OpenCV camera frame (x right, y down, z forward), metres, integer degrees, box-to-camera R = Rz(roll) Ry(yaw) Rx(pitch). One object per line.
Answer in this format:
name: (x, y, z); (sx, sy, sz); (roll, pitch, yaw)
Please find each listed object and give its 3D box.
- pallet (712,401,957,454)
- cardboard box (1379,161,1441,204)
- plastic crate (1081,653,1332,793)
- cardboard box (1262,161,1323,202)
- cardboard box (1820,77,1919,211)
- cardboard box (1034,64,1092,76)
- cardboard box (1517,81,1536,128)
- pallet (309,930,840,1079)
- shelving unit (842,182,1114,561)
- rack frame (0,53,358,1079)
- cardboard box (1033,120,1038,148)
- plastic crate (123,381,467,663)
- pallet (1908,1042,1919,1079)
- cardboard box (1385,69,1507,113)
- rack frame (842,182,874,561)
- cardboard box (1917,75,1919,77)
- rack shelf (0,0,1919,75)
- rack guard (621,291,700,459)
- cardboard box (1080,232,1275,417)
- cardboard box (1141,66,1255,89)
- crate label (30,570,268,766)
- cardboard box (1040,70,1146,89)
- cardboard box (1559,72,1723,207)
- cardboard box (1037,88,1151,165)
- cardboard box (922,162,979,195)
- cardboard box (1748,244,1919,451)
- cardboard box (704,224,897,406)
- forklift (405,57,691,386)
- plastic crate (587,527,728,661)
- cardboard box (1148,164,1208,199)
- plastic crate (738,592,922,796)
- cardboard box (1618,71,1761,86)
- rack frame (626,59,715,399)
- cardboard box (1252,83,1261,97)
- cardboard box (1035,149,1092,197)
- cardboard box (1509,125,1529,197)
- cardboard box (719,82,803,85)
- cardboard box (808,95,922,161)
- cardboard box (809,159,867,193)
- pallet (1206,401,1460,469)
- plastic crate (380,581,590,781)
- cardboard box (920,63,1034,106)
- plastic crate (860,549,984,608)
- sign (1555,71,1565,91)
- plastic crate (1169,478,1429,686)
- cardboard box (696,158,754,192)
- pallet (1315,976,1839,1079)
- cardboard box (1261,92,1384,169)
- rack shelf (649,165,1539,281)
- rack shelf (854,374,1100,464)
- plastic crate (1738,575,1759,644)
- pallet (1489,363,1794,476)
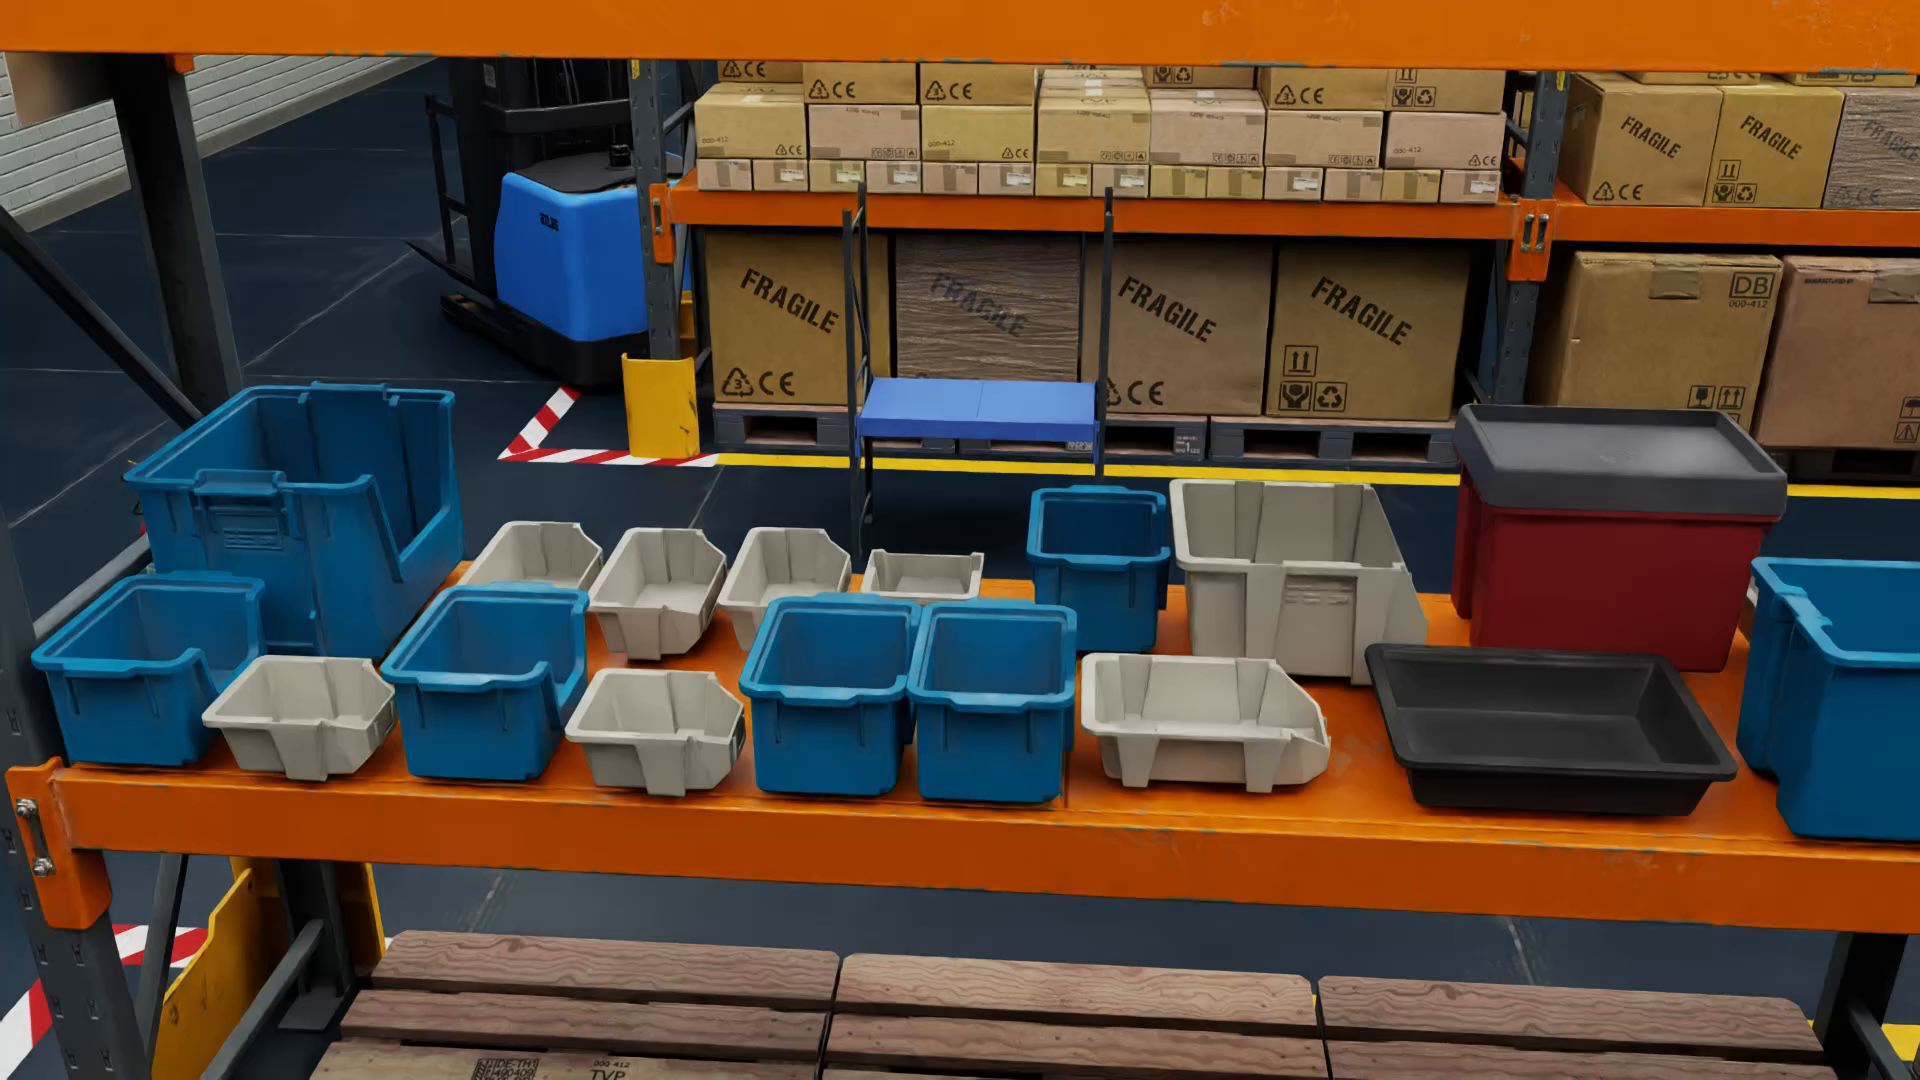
pallet: (-0.586, -0.744, 8.615); (1.213, 0.211, 1.003); (2, 25, 4)
cardboard box: (2.013, -1.643, 7.533); (0.250, 0.149, 0.380); (2, 25, 5)
plastic crate: (0.461, 0.351, 3.143); (0.466, 0.136, 0.293); (2, 25, 4)
cardboard box: (1.501, -1.660, 7.569); (0.250, 0.149, 0.380); (2, 25, 5)
cardboard box: (4.039, -1.770, 7.390); (0.500, 0.500, 0.500); (1, 25, 3)
cardboard box: (0.949, -5.156, 17.429); (0.875, 0.438, 0.875); (2, 25, 5)
cardboard box: (4.328, -3.186, 12.176); (0.500, 0.250, 0.500); (3, 25, 5)
pallet: (-0.949, 1.370, 4.021); (1.213, 0.211, 1.003); (2, 25, 4)
shelving unit: (0.085, -0.679, 6.931); (1.048, 1.500, 0.538); (2, 25, 4)
rack frame: (-1.768, 0.060, 3.530); (0.127, 3.000, 1.000); (2, 25, 4)
cardboard box: (0.269, -1.975, 8.255); (0.250, 0.149, 0.380); (2, 25, 4)
plastic crate: (-1.420, -0.050, 3.656); (0.499, 0.435, 0.616); (2, 25, 4)
pallet: (2.986, 1.497, 3.744); (1.213, 0.211, 1.003); (2, 25, 4)
cardboard box: (2.121, -2.187, 7.341); (0.500, 0.500, 0.500); (3, 25, 6)
rack frame: (-0.422, -0.695, 6.966); (0.032, 1.500, 0.500); (2, 25, 4)
cardboard box: (4.541, -2.320, 7.384); (0.637, 0.503, 0.797); (3, 25, 6)
rack shelf: (0.226, -0.911, 2.915); (4.000, 0.370, 1.077); (2, 25, 4)
rack guard: (-1.413, -0.869, 8.541); (0.348, 0.500, 1.175); (2, 25, 4)
cardboard box: (1.050, -1.185, 8.276); (0.875, 0.875, 0.875); (2, 25, 4)
cardboard box: (1.132, -2.439, 7.889); (0.500, 0.500, 0.500); (1, 25, 2)
crate label: (-1.547, 0.254, 3.237); (0.303, 0.233, 0.416); (2, 25, 4)
cardboard box: (0.648, -2.118, 8.089); (0.500, 0.250, 0.500); (2, 25, 4)
cardboard box: (3.039, -1.802, 7.459); (0.500, 0.500, 0.500); (2, 25, 4)
cardboard box: (0.609, -1.897, 7.608); (0.500, 0.250, 0.500); (1, 25, 3)
cardboard box: (-0.035, -1.709, 7.676); (0.250, 0.149, 0.380); (1, 25, 3)
cardboard box: (4.130, -1.061, 8.007); (0.875, 0.875, 1.225); (1, 25, 2)
cardboard box: (-0.745, -1.242, 8.401); (0.875, 0.875, 0.875); (2, 25, 4)
forklift: (-2.506, -2.708, 9.630); (1.130, 2.935, 3.031); (-18, 30, -33)
plastic crate: (-0.653, 0.119, 3.647); (0.243, 0.136, 0.396); (2, 25, 4)
cardboard box: (0.989, -1.676, 7.604); (0.250, 0.149, 0.380); (1, 25, 3)
plastic crate: (-0.234, 0.296, 3.146); (0.300, 0.233, 0.416); (2, 25, 4)
cardboard box: (3.237, -2.360, 7.471); (0.637, 0.503, 0.797); (1, 25, 3)
rack frame: (-1.389, -2.004, 8.017); (0.127, 3.000, 1.000); (2, 25, 4)
cardboard box: (1.656, -2.085, 8.017); (0.500, 0.250, 0.500); (2, 25, 4)
cardboard box: (0.474, -1.692, 7.640); (0.250, 0.149, 0.380); (1, 25, 3)
cardboard box: (4.324, -2.845, 12.332); (0.500, 0.500, 0.500); (3, 25, 6)
cardboard box: (-0.885, -2.166, 8.192); (0.500, 0.250, 0.500); (1, 25, 3)
cardboard box: (-0.412, -1.929, 7.678); (0.500, 0.250, 0.500); (2, 25, 3)
cardboard box: (-0.549, -1.725, 7.711); (0.250, 0.149, 0.380); (1, 25, 3)
pallet: (1.847, -0.666, 8.445); (1.213, 0.211, 1.003); (2, 25, 4)
plastic crate: (-0.891, 0.275, 3.192); (0.300, 0.233, 0.416); (2, 25, 4)
cardboard box: (0.085, -2.254, 7.486); (0.500, 0.500, 0.500); (1, 25, 3)
plastic crate: (-0.077, 0.119, 3.646); (0.250, 0.136, 0.298); (2, 25, 4)
sign: (2.559, -2.074, 7.038); (0.005, 0.325, 0.100); (2, 25, 4)
plastic crate: (0.712, 0.089, 3.537); (0.530, 0.282, 0.437); (2, 25, 4)
cardboard box: (-1.060, -1.741, 7.745); (0.250, 0.149, 0.380); (2, 25, 5)
pallet: (1.484, 1.448, 3.851); (1.213, 0.211, 1.003); (2, 25, 4)
cardboard box: (1.623, -1.863, 7.534); (0.500, 0.250, 0.500); (3, 25, 6)
rack shelf: (0.605, -1.613, 8.028); (4.000, 0.370, 1.077); (2, 25, 4)
rack shelf: (0.085, -0.515, 7.006); (1.000, 0.185, 0.538); (2, 25, 4)
plastic crate: (1.767, 0.207, 3.456); (0.243, 0.136, 0.396); (2, 25, 4)
pallet: (3.375, -0.616, 8.336); (1.213, 0.211, 1.003); (2, 25, 4)
